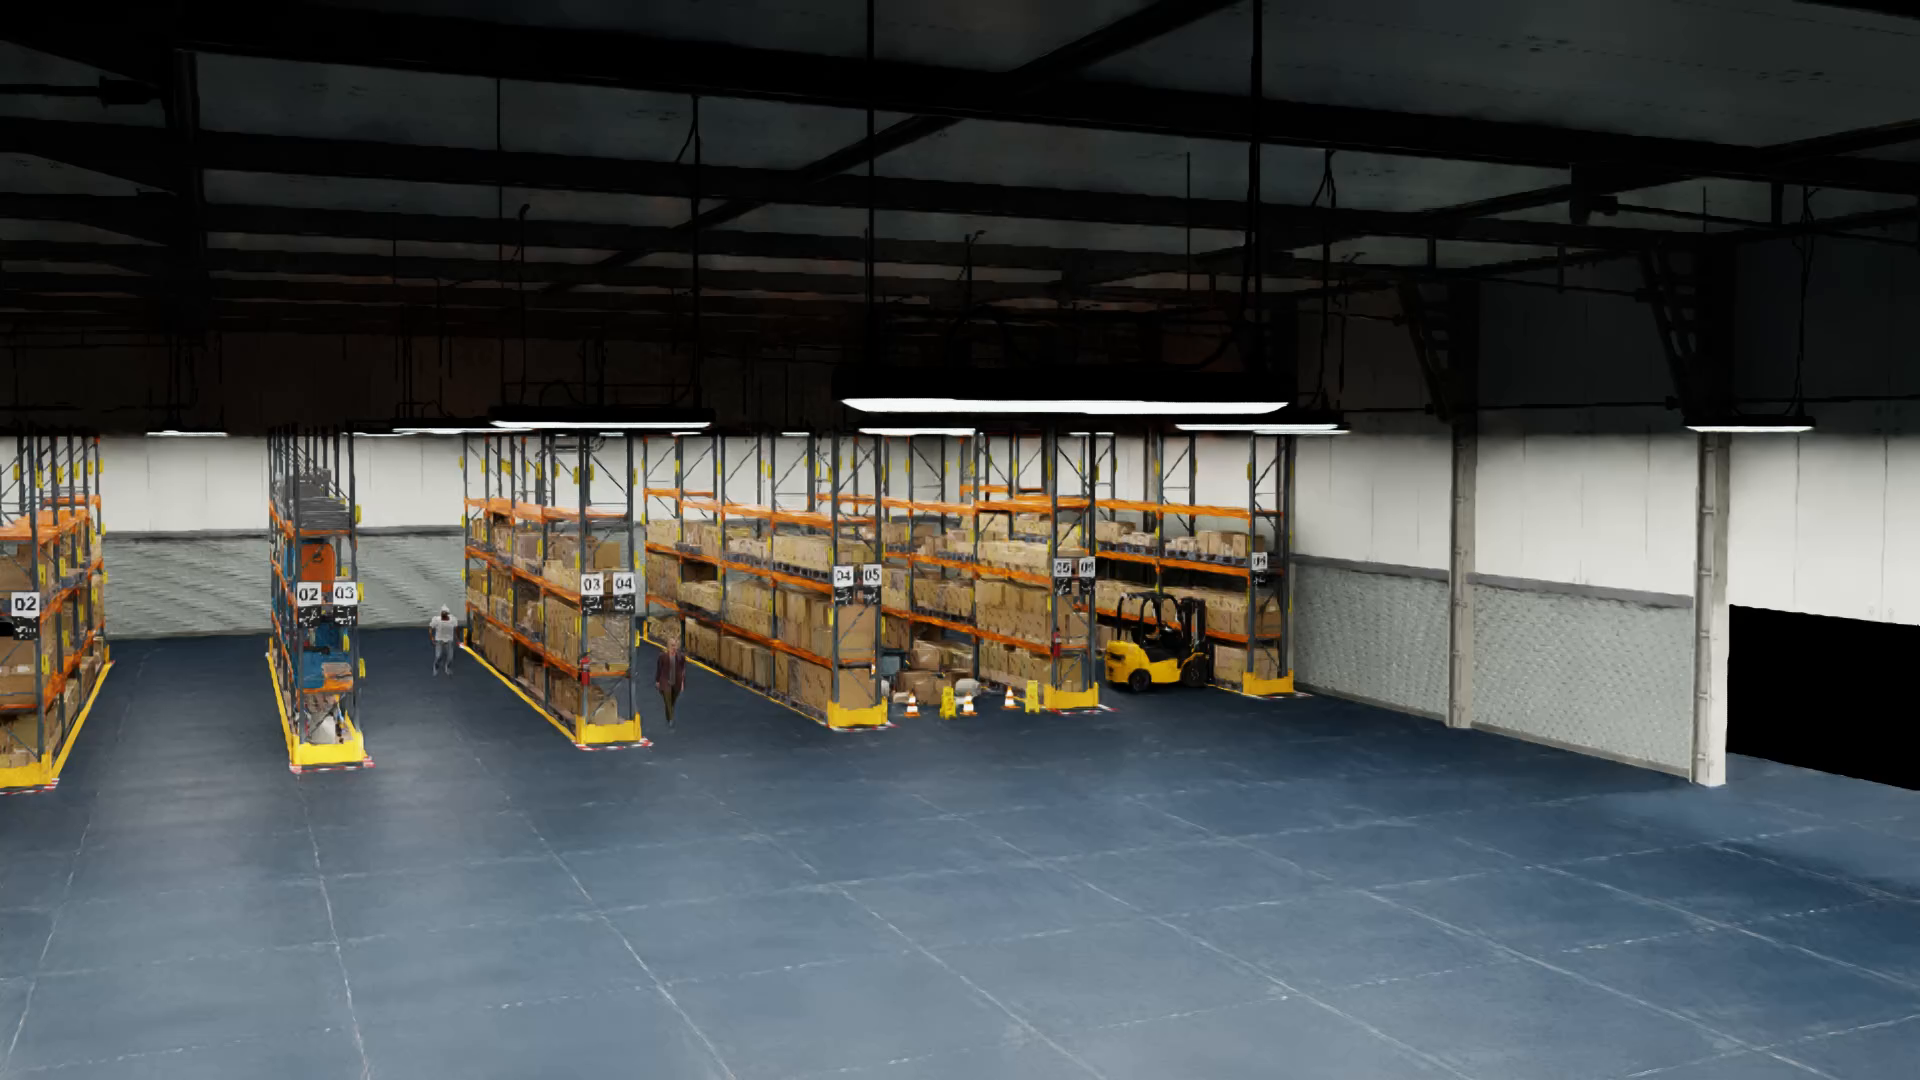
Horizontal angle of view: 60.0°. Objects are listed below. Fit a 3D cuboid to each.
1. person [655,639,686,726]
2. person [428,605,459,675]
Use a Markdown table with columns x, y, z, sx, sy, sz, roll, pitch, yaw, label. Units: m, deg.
| x | y | z | sx | sy | sz | roll | pitch | yaw | label |
| --- | --- | --- | --- | --- | --- | --- | --- | --- | --- |
| -5.758 | 2.821 | 33.283 | 0.582 | 1.700 | 1.193 | -2 | 4 | -26 | person |
| -12.465 | 2.419 | 40.192 | 0.719 | 1.714 | 0.578 | -2 | 4 | -26 | person |
